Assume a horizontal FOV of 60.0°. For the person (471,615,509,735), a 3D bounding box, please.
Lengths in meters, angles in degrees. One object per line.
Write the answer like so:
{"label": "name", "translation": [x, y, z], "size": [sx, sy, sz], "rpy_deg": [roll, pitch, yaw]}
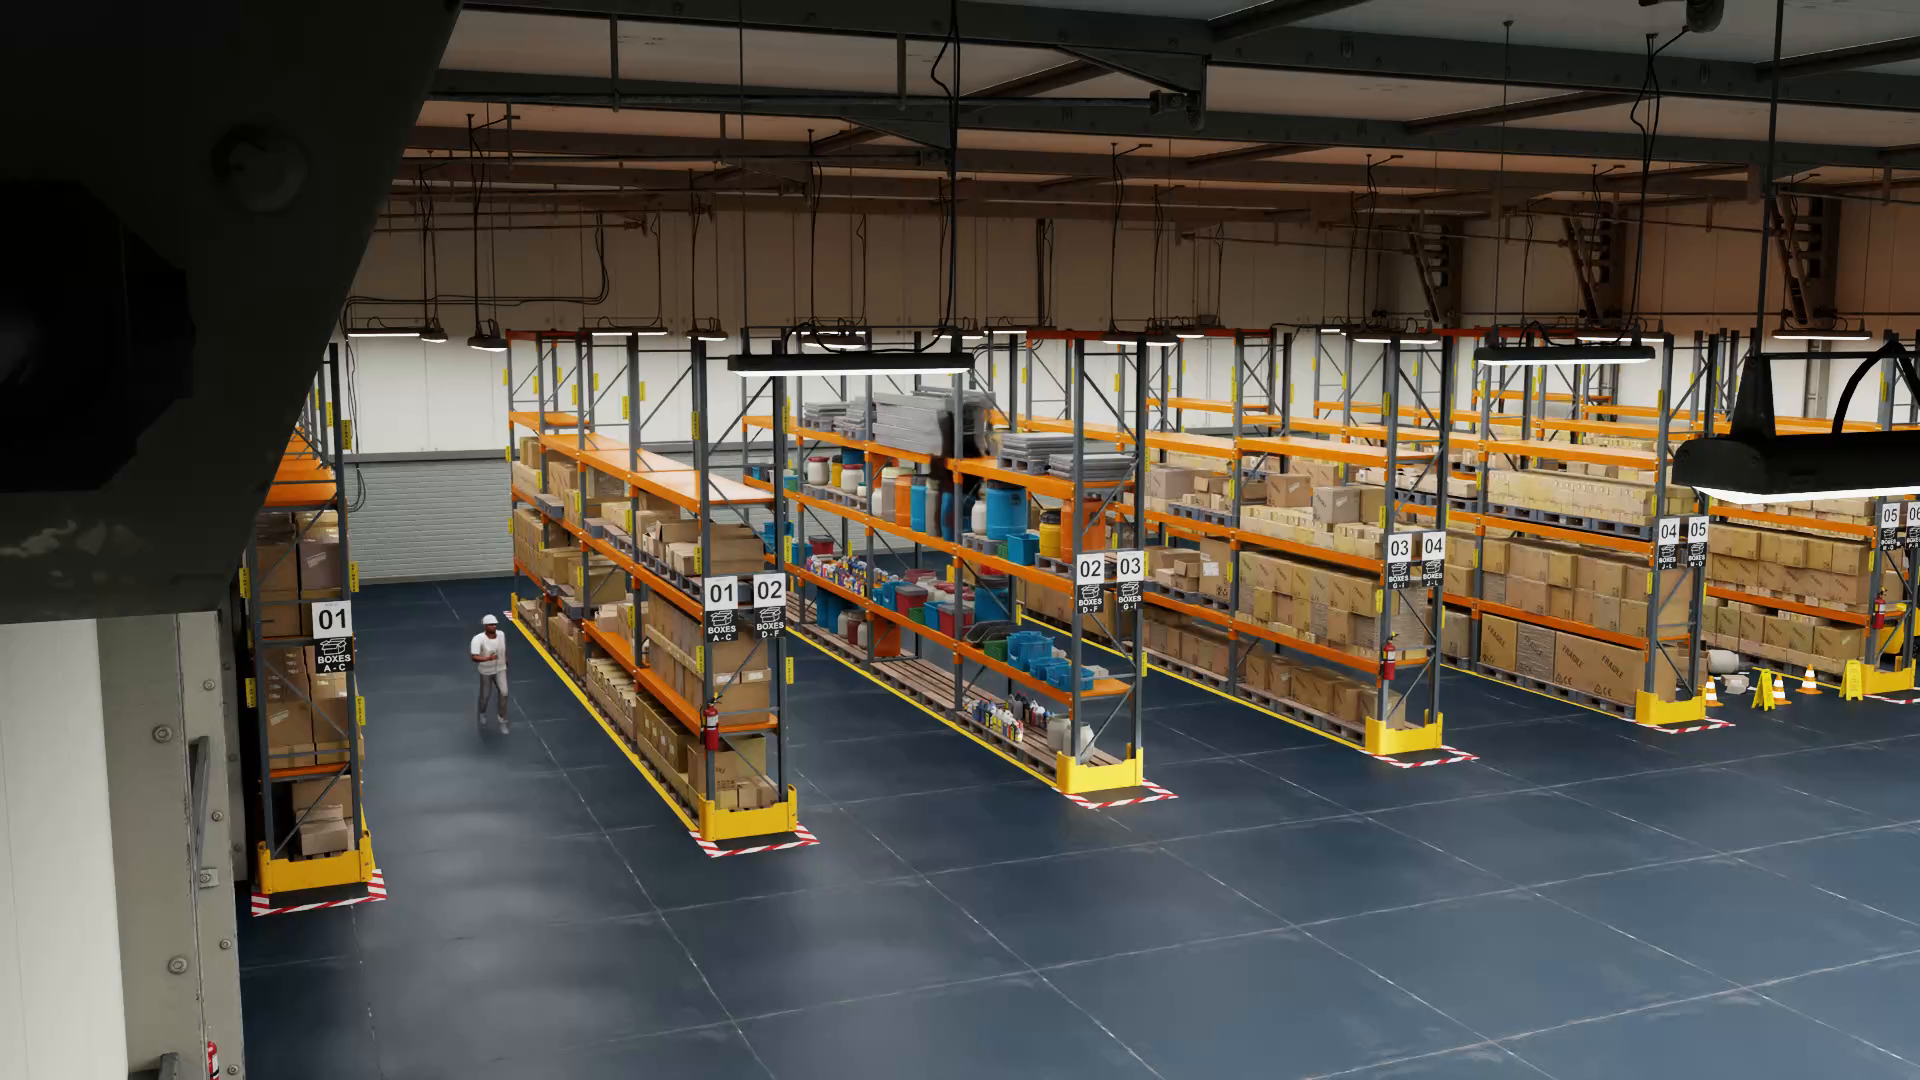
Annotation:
{"label": "person", "translation": [-7.117, 2.027, 25.242], "size": [0.662, 1.822, 0.871], "rpy_deg": [-6, 10, -36]}

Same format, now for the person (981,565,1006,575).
{"label": "person", "translation": [0.710, 0.993, 33.116], "size": [0.637, 1.769, 0.830], "rpy_deg": [-3, 8, -20]}

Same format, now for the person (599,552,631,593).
{"label": "person", "translation": [-7.368, 0.585, 35.728], "size": [1.058, 1.775, 0.702], "rpy_deg": [5, 9, 33]}
